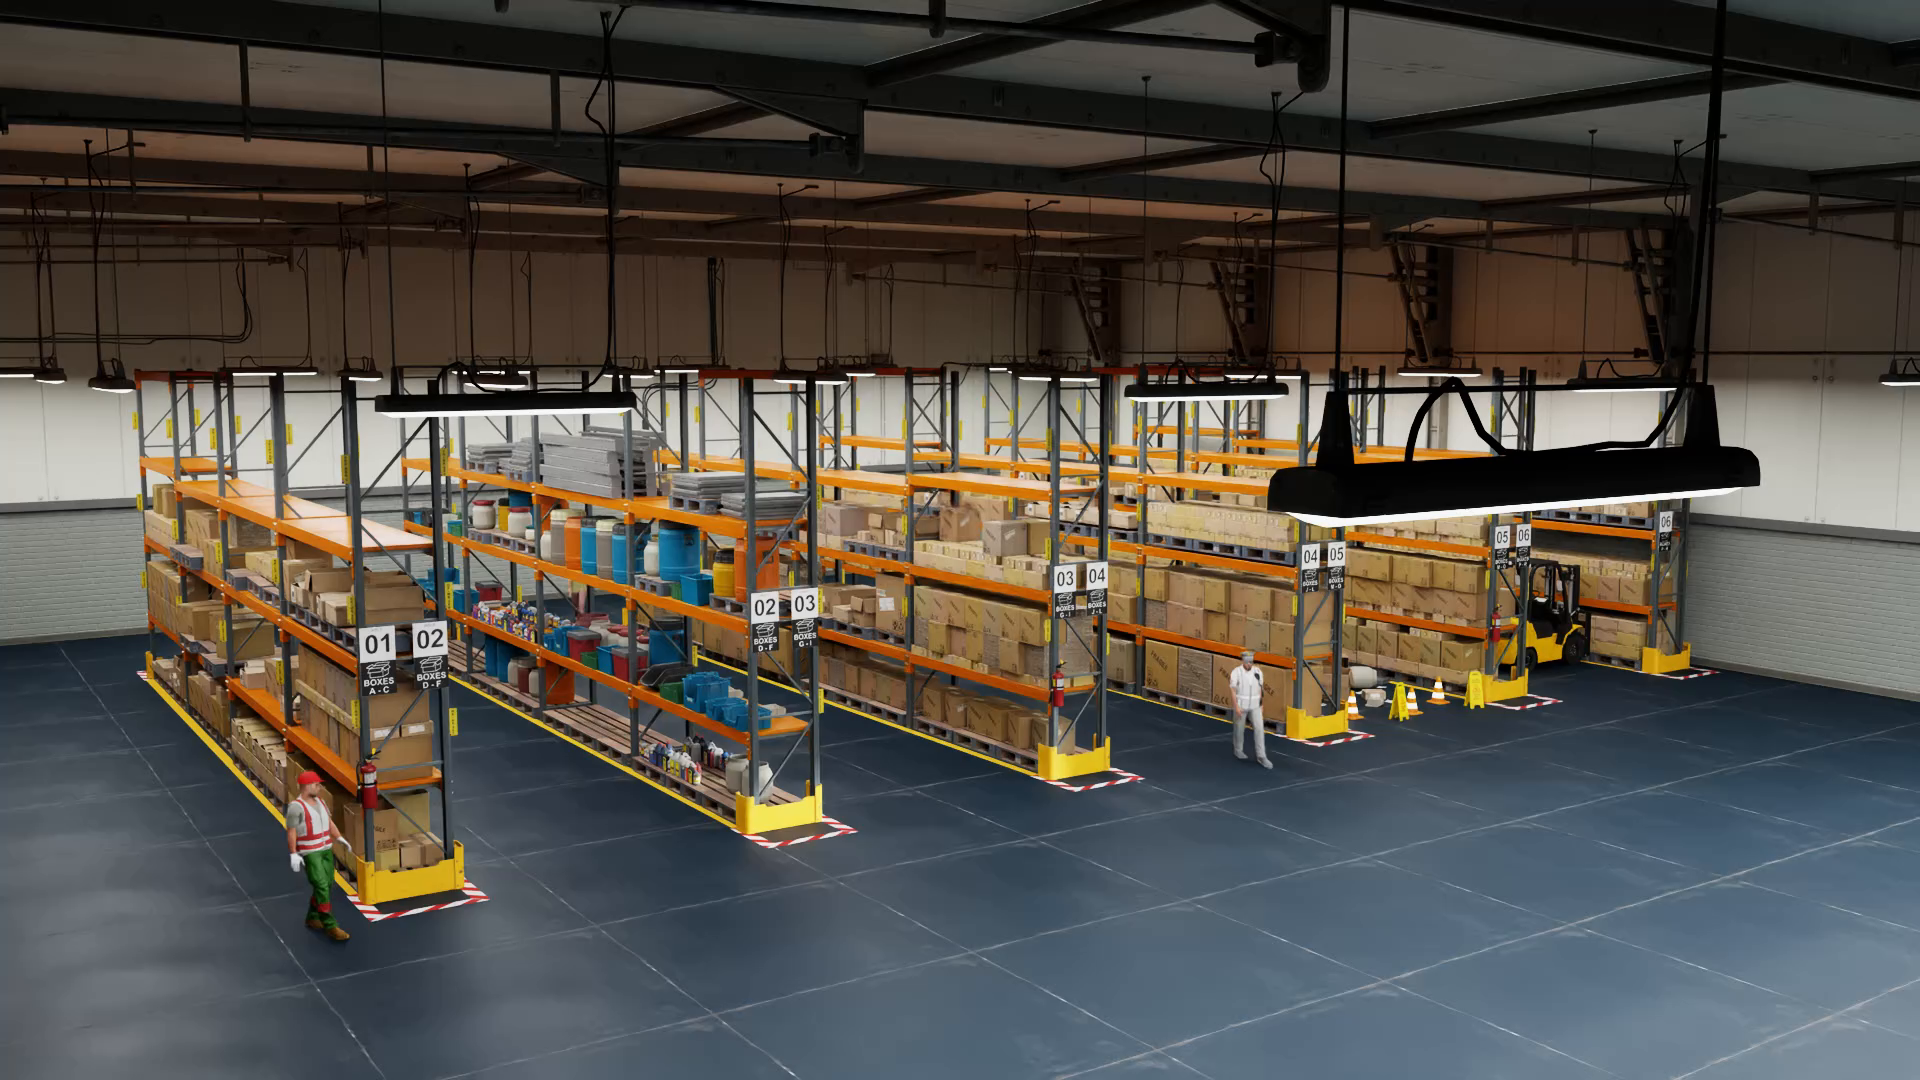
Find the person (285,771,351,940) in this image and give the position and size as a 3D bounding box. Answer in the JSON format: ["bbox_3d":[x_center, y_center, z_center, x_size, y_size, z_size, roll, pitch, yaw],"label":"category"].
[{"bbox_3d":[-6.892,3.420,18.132,0.797,1.763,0.560,2,7,19],"label":"person"}]

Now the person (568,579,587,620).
[{"bbox_3d":[-8.828,1.172,38.480,0.446,1.616,1.066,-1,6,-6],"label":"person"}]

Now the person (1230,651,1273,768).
[{"bbox_3d":[4.458,2.575,25.621,0.590,1.734,0.841,-1,6,-5],"label":"person"}]
